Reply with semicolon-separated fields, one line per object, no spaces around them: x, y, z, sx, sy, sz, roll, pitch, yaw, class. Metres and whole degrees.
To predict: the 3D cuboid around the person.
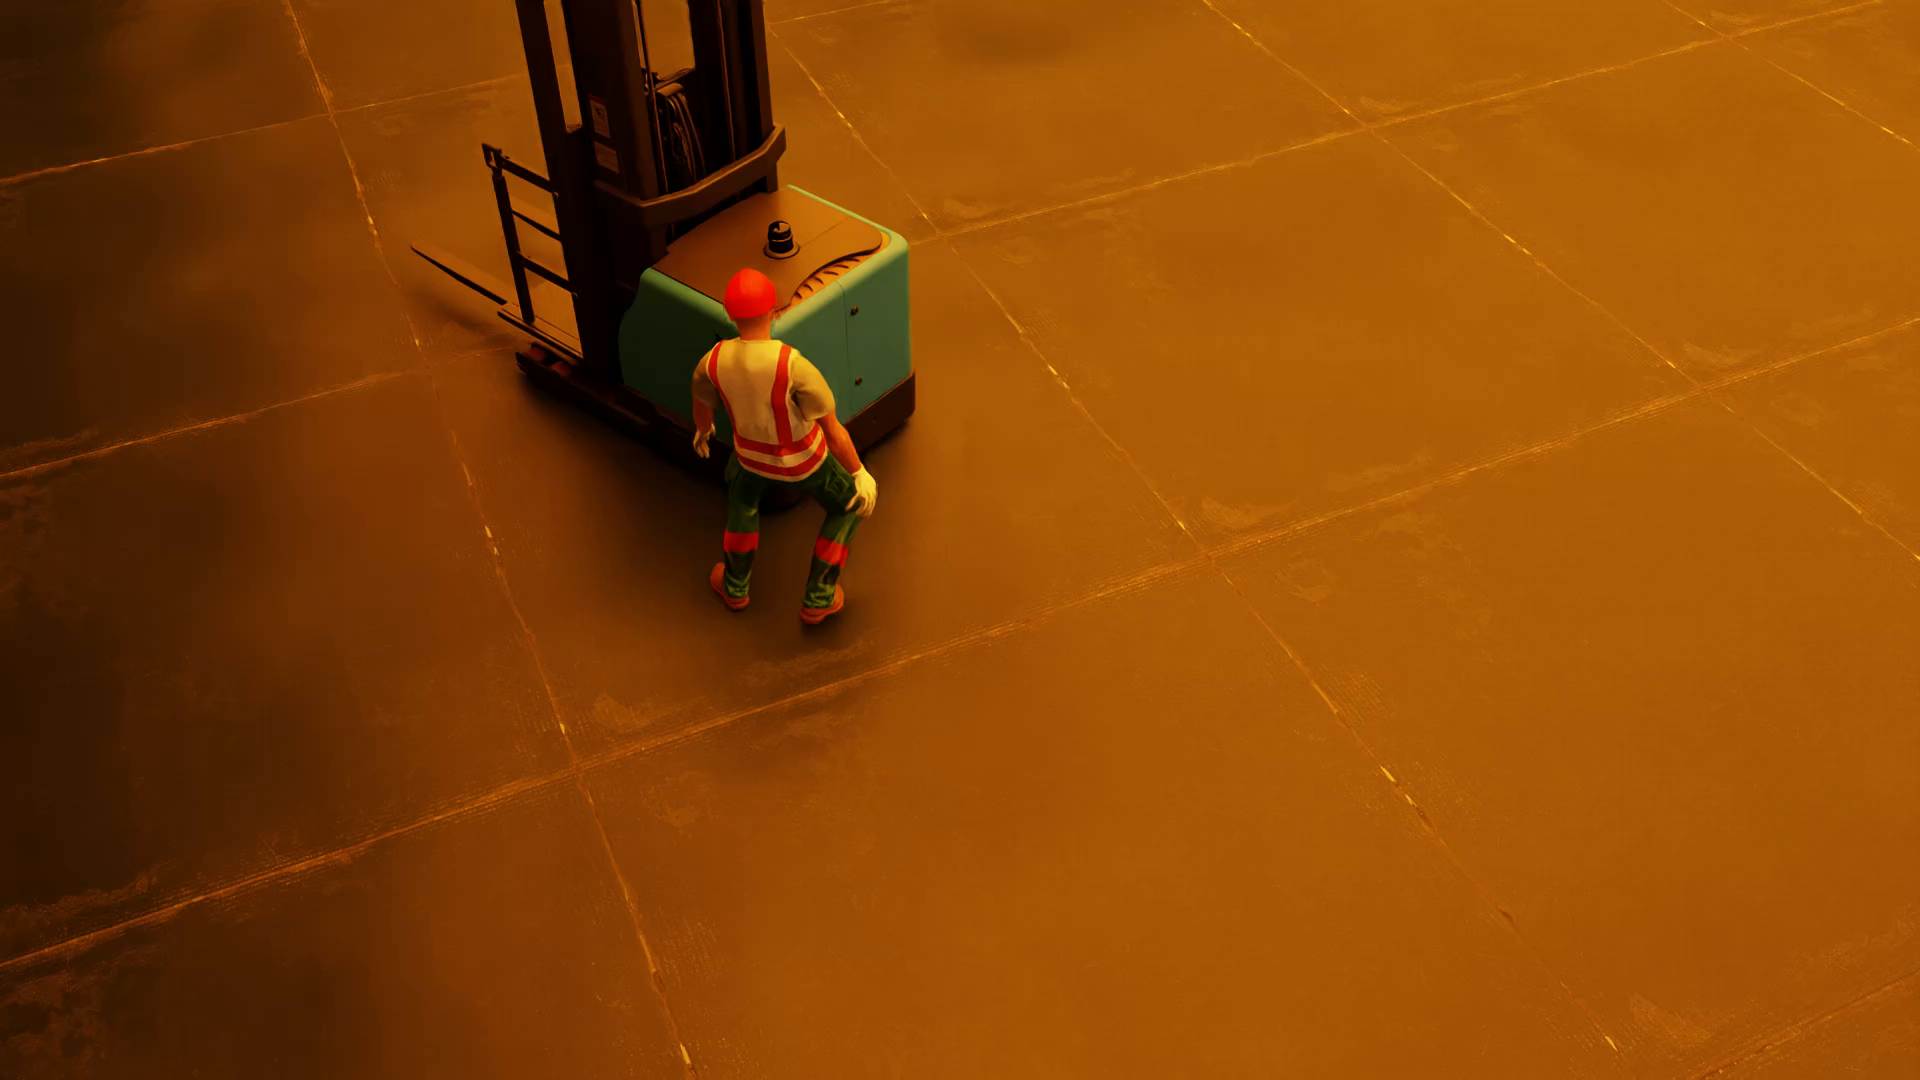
-0.741;-0.363;6.985;0.923;1.689;0.490;17;46;17;person

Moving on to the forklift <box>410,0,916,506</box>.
-1.686;-2.081;7.910;3.031;2.935;1.130;29;50;28;forklift
